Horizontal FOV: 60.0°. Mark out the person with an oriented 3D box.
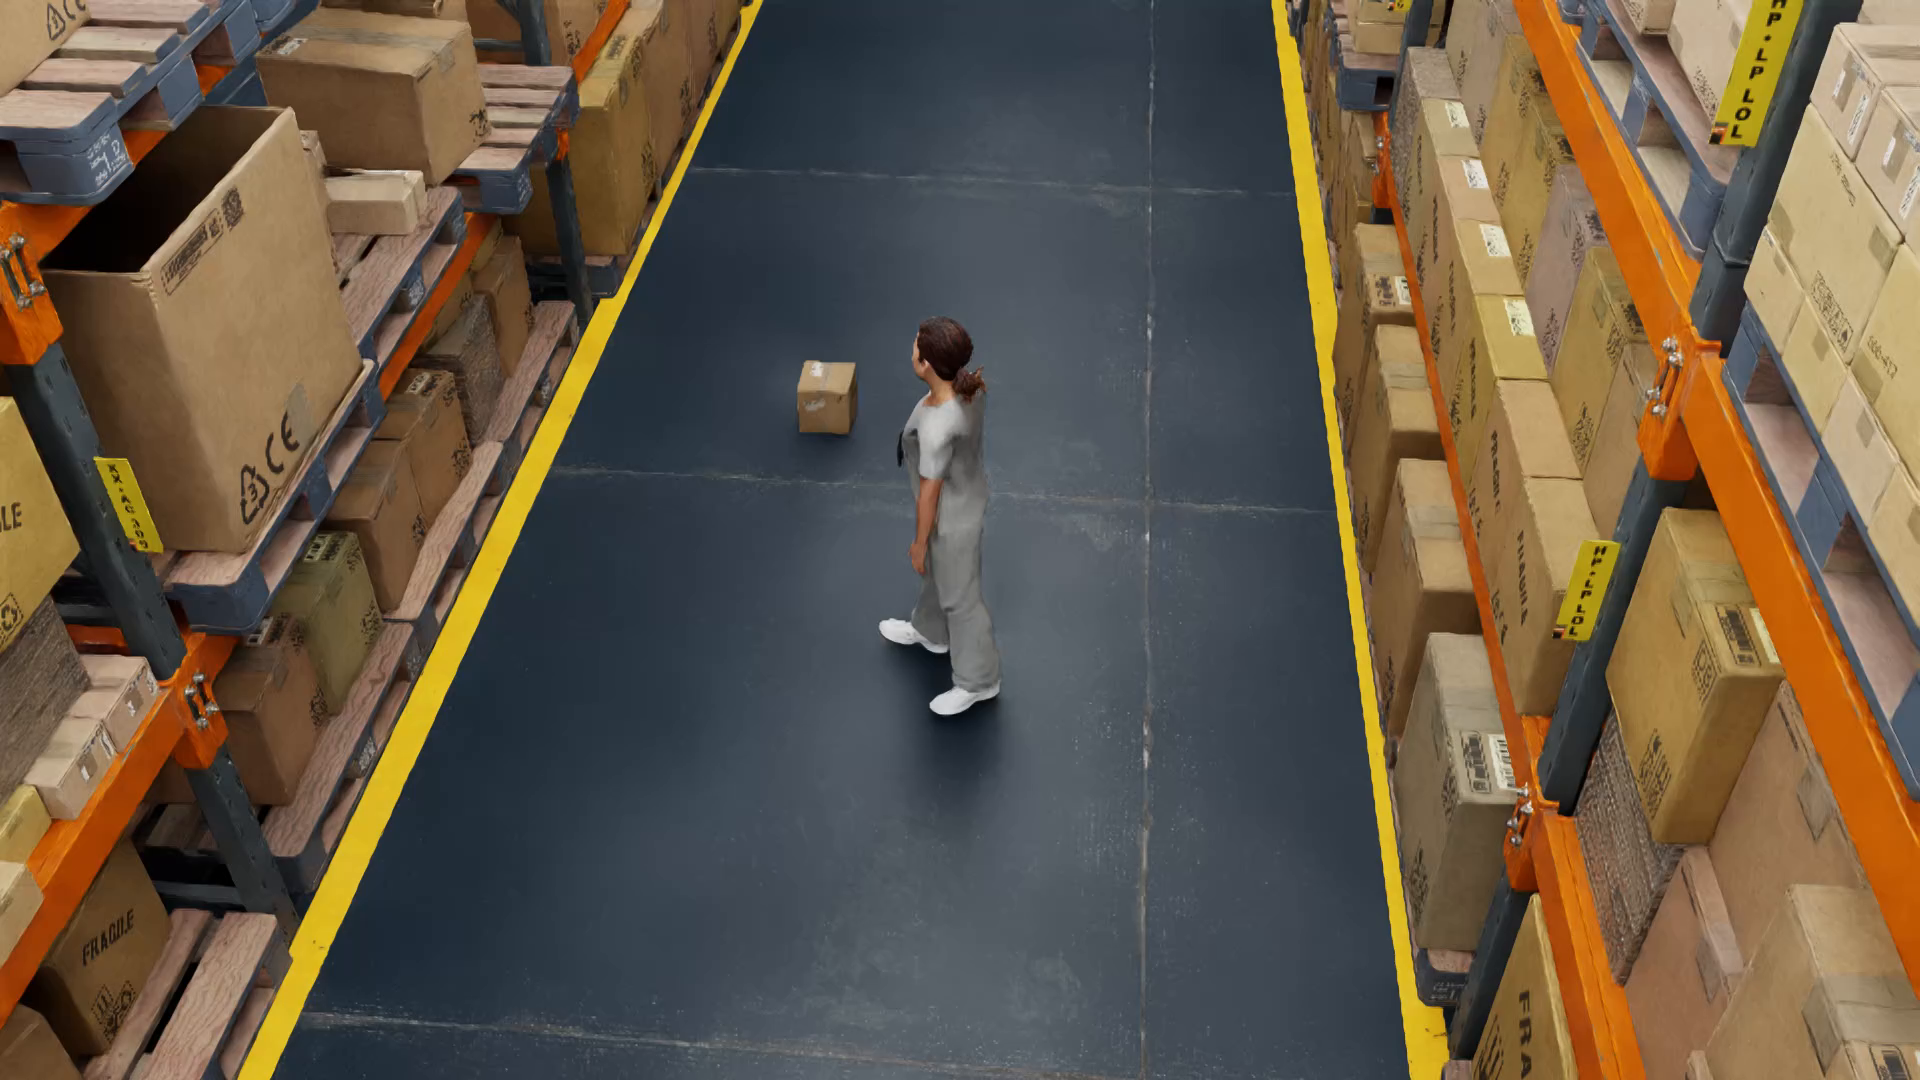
[{"bbox_3d":[-0.083,-0.126,6.269,0.569,1.667,0.577,9,41,10],"label":"person"}]
